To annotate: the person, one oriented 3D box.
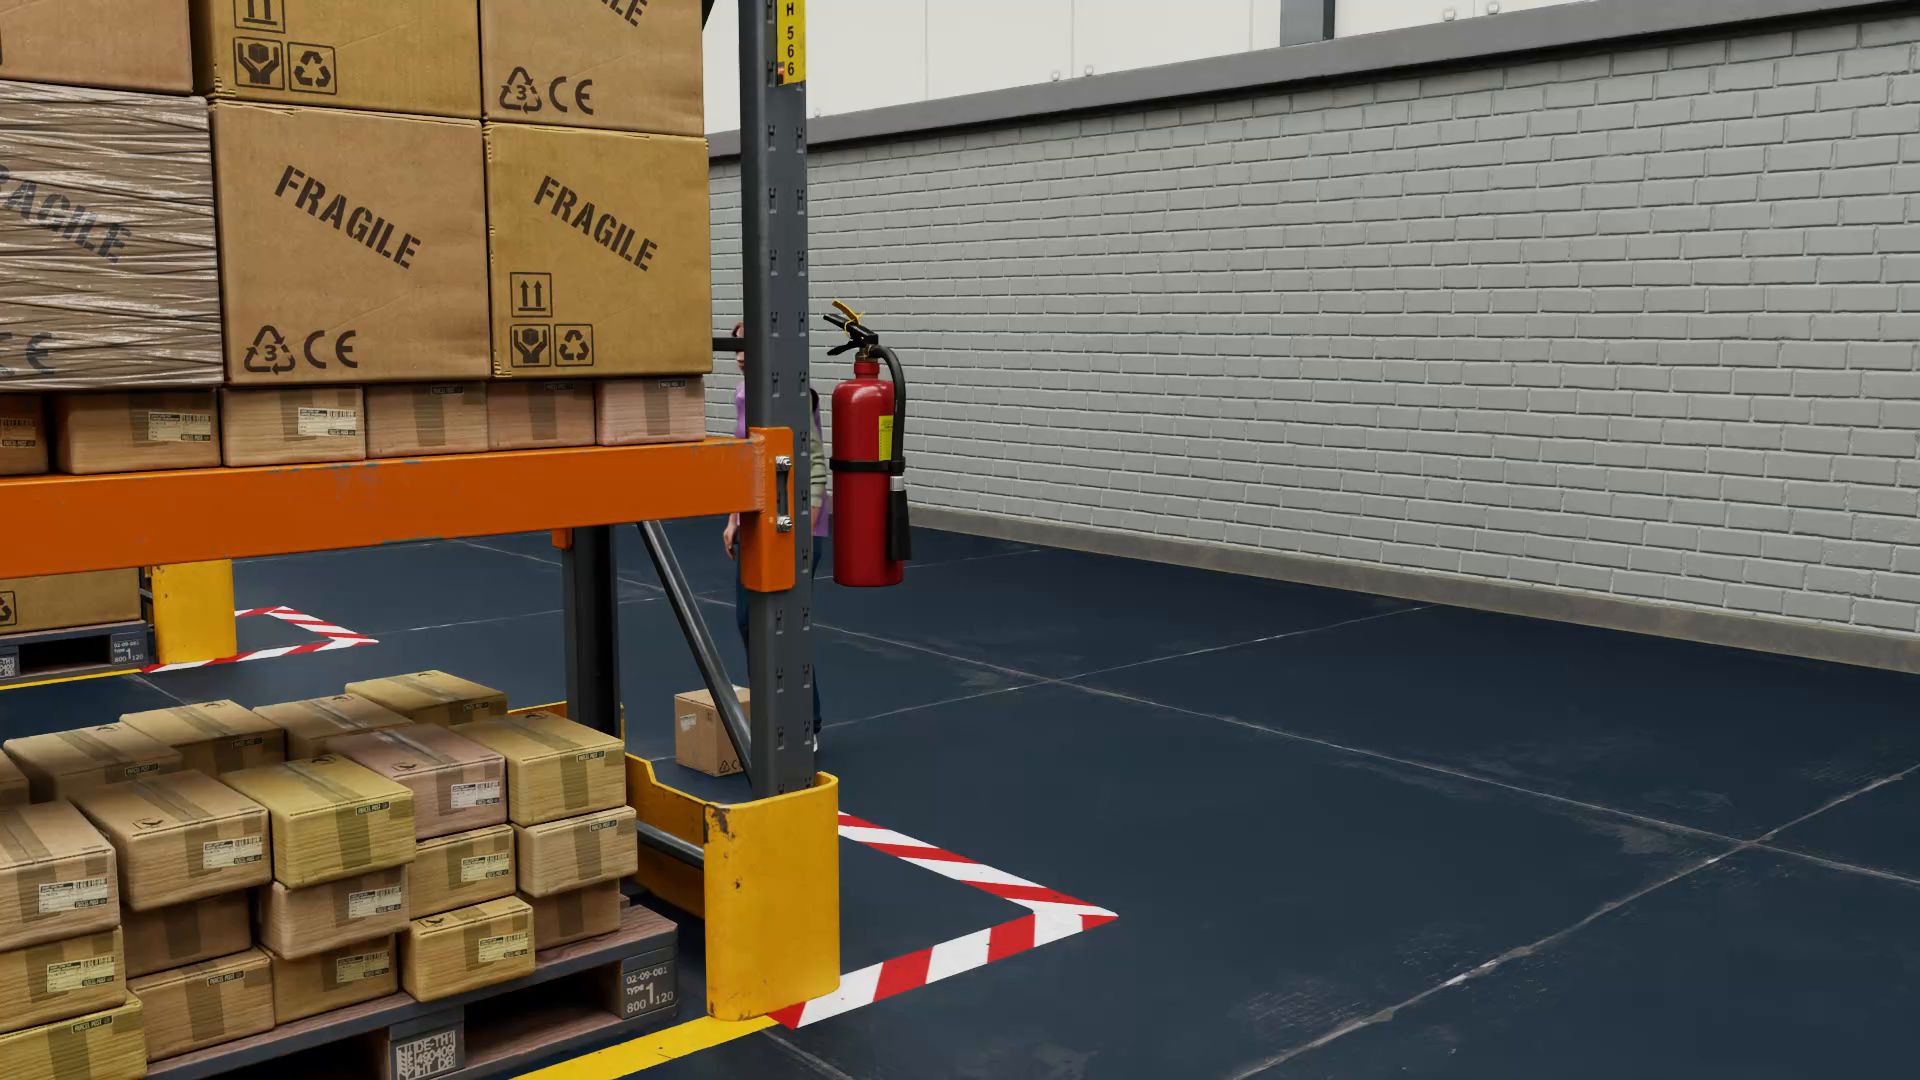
[{"bbox_3d":[-0.661,-0.017,5.959,0.350,1.593,0.467,-7,11,-44],"label":"person"}]
